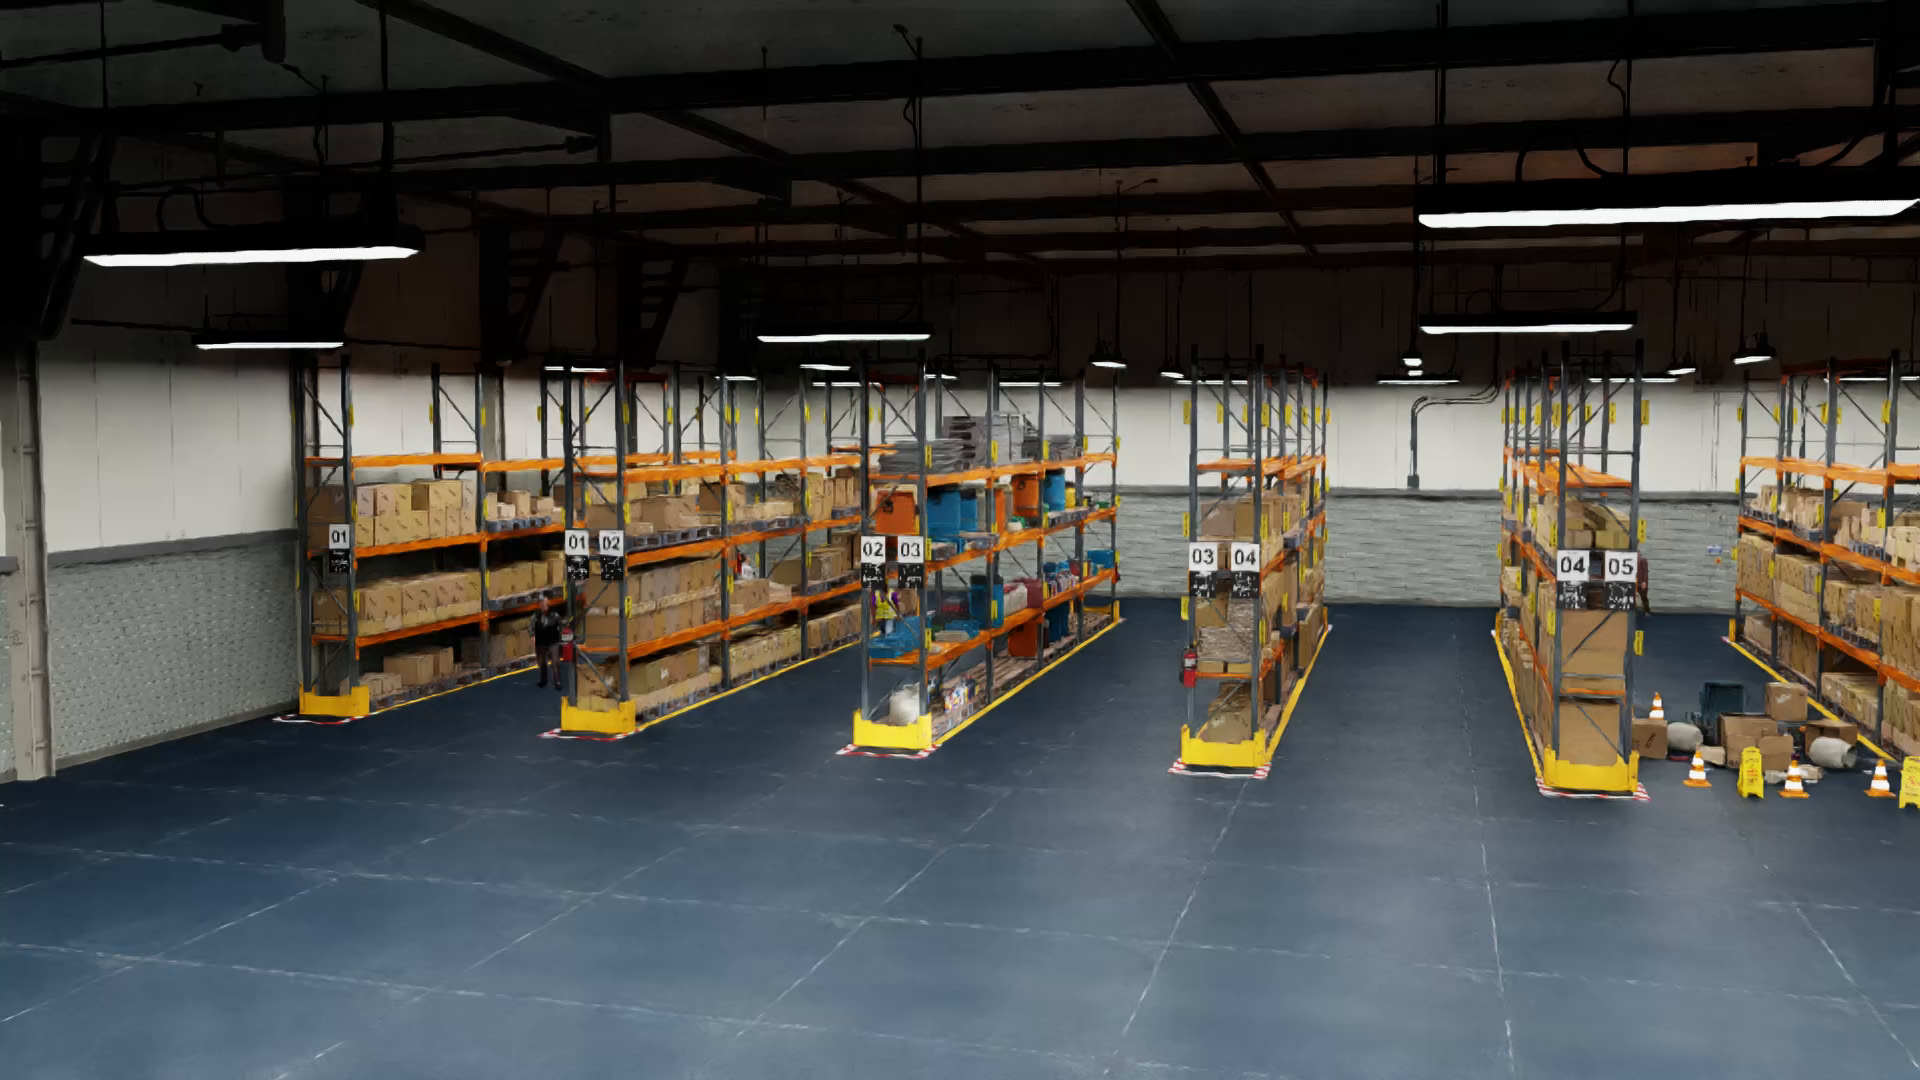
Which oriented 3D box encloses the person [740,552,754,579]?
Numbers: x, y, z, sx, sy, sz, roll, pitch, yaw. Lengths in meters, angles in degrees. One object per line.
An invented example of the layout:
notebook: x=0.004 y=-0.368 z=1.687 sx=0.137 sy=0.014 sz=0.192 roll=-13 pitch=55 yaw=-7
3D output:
person: x=-5.168 y=1.122 z=40.338 sx=0.365 sy=1.686 sz=0.603 roll=0 pitch=4 yaw=4

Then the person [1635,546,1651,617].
person: x=16.805 y=1.037 z=41.181 sx=0.652 sy=1.769 sz=0.604 roll=-2 pitch=5 yaw=-28

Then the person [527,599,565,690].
person: x=-7.542 y=1.888 z=30.418 sx=0.674 sy=1.664 sz=0.842 roll=0 pitch=4 yaw=-2

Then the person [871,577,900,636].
person: x=-1.556 y=1.583 z=34.210 sx=0.577 sy=1.691 sz=1.121 roll=1 pitch=5 yaw=18
